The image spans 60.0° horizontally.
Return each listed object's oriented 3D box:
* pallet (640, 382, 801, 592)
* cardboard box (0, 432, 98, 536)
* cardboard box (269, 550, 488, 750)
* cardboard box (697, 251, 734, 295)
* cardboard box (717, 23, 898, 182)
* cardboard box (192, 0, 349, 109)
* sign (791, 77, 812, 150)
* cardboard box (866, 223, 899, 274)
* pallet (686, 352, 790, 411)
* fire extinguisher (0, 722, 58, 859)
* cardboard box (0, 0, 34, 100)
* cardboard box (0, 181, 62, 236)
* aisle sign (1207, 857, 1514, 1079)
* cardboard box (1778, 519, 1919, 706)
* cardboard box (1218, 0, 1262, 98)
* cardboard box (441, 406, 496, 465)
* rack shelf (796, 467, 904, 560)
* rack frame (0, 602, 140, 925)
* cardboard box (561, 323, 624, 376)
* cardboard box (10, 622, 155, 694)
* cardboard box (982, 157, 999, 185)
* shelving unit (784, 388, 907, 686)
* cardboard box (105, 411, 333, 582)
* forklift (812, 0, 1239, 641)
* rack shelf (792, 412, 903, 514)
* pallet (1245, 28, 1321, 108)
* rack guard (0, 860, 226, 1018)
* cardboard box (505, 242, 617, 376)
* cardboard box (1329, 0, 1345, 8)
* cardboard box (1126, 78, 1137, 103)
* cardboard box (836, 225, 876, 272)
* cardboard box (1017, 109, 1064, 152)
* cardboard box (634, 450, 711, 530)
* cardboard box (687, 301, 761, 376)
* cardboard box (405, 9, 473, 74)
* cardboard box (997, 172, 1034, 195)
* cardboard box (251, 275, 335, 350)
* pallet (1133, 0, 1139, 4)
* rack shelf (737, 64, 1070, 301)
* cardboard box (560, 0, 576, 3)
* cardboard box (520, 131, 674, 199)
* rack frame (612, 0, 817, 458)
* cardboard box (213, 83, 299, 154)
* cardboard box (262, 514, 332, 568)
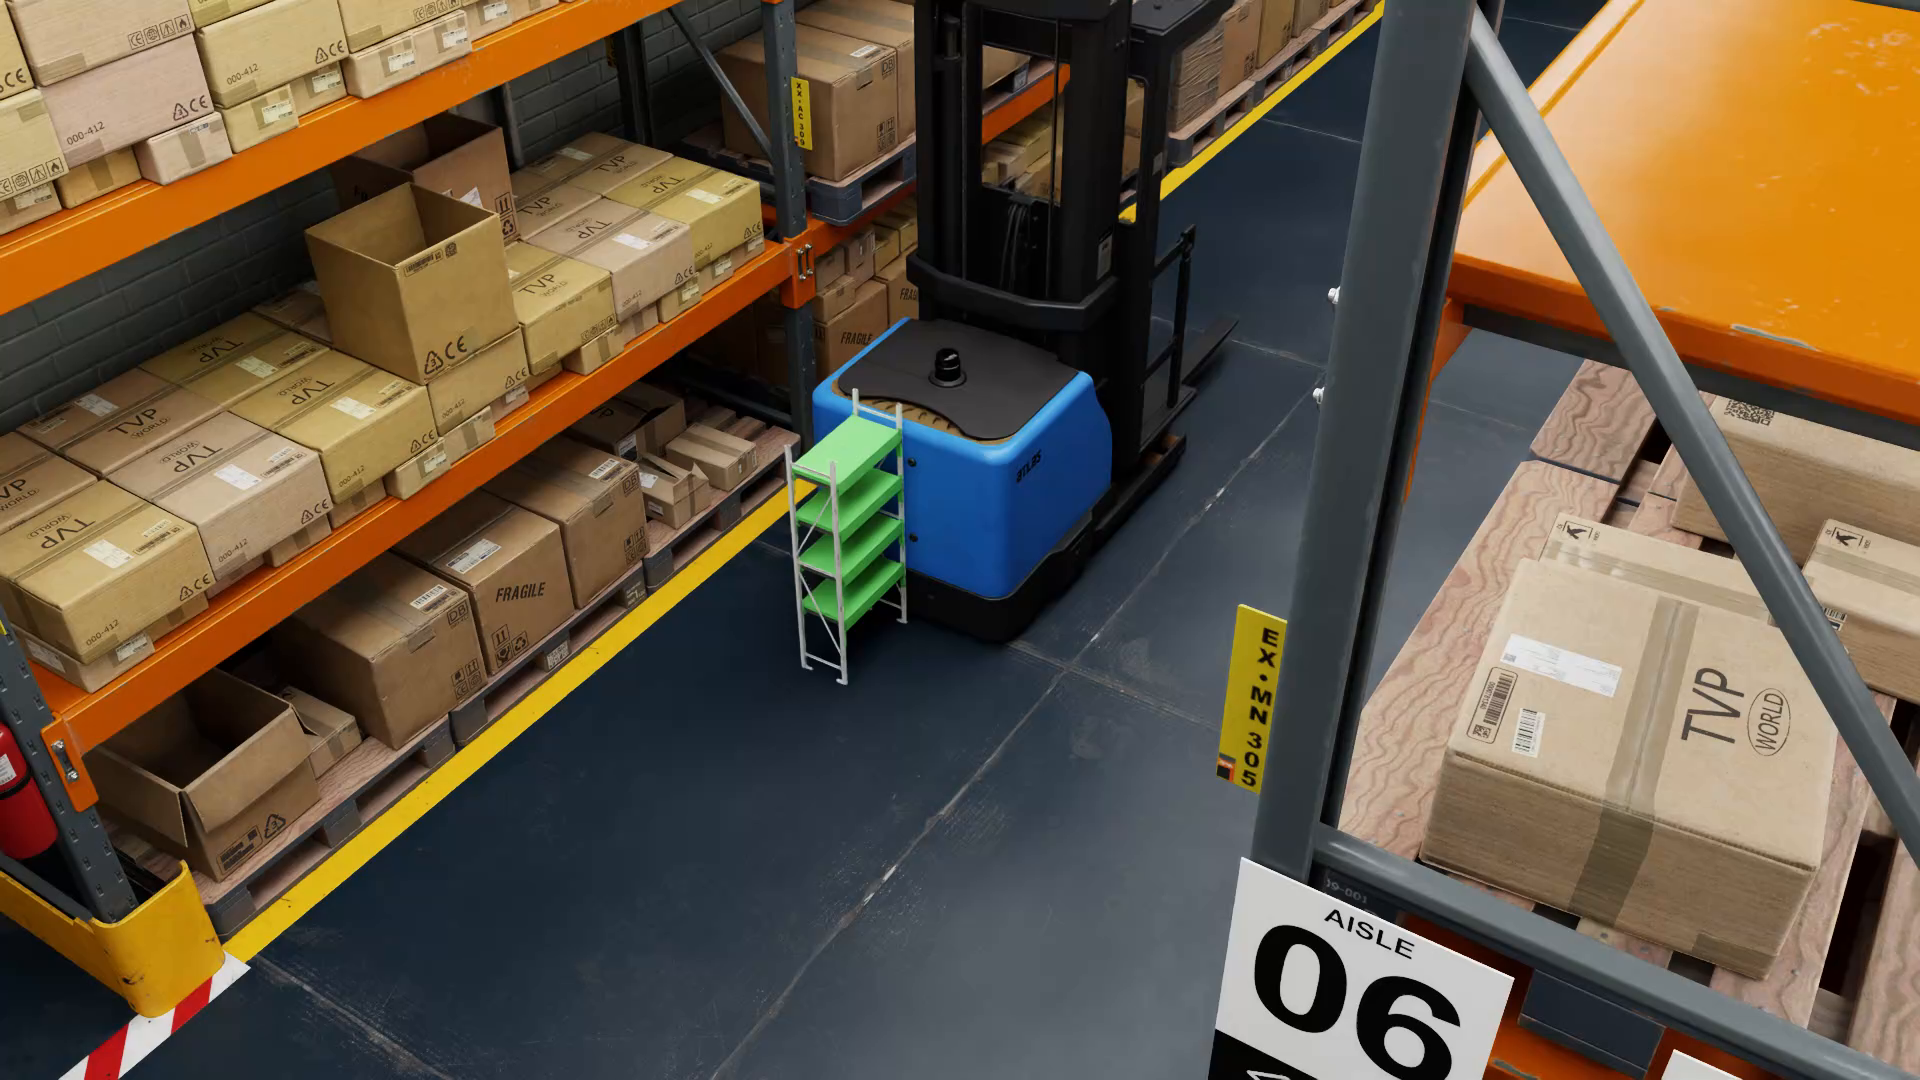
[{"bbox_3d":[-1.551,-0.302,8.409,1.003,0.211,1.213,21,42,25],"label":"pallet"},{"bbox_3d":[-3.303,-0.081,5.716,0.500,0.250,0.500,22,43,26],"label":"cardboard box"},{"bbox_3d":[-2.427,0.413,6.900,0.700,0.500,0.500,23,43,27],"label":"cardboard box"},{"bbox_3d":[-1.261,-1.273,7.589,0.380,0.149,0.250,22,43,26],"label":"cardboard box"},{"bbox_3d":[-0.734,-2.143,8.086,0.700,0.500,0.500,22,43,26],"label":"cardboard box"},{"bbox_3d":[-2.317,-1.613,5.247,0.500,0.250,0.500,20,42,24],"label":"cardboard box"},{"bbox_3d":[-0.720,-1.930,7.527,0.100,0.325,0.005,21,42,25],"label":"sign"},{"bbox_3d":[-0.554,-1.596,8.975,0.380,0.149,0.250,19,42,23],"label":"cardboard box"},{"bbox_3d":[-0.778,-1.088,9.428,1.003,0.211,1.213,21,42,25],"label":"pallet"},{"bbox_3d":[-3.014,0.707,5.184,0.296,0.674,0.183,21,42,25],"label":"fire extinguisher"},{"bbox_3d":[-2.875,-1.289,4.418,0.500,0.250,0.500,21,42,25],"label":"cardboard box"},{"bbox_3d":[-2.840,-1.019,4.803,0.380,0.149,0.250,22,43,26],"label":"cardboard box"},{"bbox_3d":[0.568,0.829,2.527,0.394,0.787,0.004,21,42,25],"label":"aisle sign"},{"bbox_3d":[1.645,0.143,2.870,0.380,0.149,0.250,23,43,27],"label":"cardboard box"},{"bbox_3d":[1.650,-3.705,12.140,0.875,0.625,0.625,23,43,27],"label":"cardboard box"},{"bbox_3d":[-2.061,-0.469,6.547,0.380,0.149,0.250,22,43,26],"label":"cardboard box"},{"bbox_3d":[-0.477,-0.139,7.099,0.258,0.148,0.480,20,42,24],"label":"rack shelf"},{"bbox_3d":[-3.325,0.302,5.341,1.000,3.000,0.127,21,42,25],"label":"rack frame"},{"bbox_3d":[-1.656,-0.863,7.058,0.380,0.149,0.250,21,42,24],"label":"cardboard box"},{"bbox_3d":[-2.917,0.321,5.521,0.380,0.149,0.250,21,42,25],"label":"cardboard box"},{"bbox_3d":[0.002,-2.134,9.673,0.380,0.149,0.250,21,42,25],"label":"cardboard box"},{"bbox_3d":[-0.477,0.000,7.206,0.258,1.200,0.503,20,42,24],"label":"shelving unit"},{"bbox_3d":[-2.585,-0.162,5.823,0.500,0.250,0.500,22,43,26],"label":"cardboard box"},{"bbox_3d":[0.525,-1.581,7.840,1.130,2.935,3.031,20,42,24],"label":"forklift"},{"bbox_3d":[-0.477,-0.329,6.952,0.258,0.148,0.480,20,42,24],"label":"rack shelf"},{"bbox_3d":[2.089,-3.756,12.889,1.003,0.211,1.213,21,42,25],"label":"pallet"},{"bbox_3d":[-3.284,1.252,6.155,1.175,0.500,0.348,21,42,25],"label":"rack guard"},{"bbox_3d":[-1.783,-0.961,6.858,0.500,0.250,0.500,21,42,25],"label":"cardboard box"},{"bbox_3d":[2.834,-4.838,13.609,0.875,0.625,0.625,23,43,27],"label":"cardboard box"},{"bbox_3d":[0.910,-2.918,10.690,0.380,0.149,0.250,19,42,23],"label":"cardboard box"},{"bbox_3d":[-0.666,-1.559,8.683,0.380,0.149,0.250,19,42,23],"label":"cardboard box"},{"bbox_3d":[0.432,-2.525,10.180,0.380,0.149,0.250,22,43,26],"label":"cardboard box"},{"bbox_3d":[-1.424,-0.277,7.987,0.396,0.266,0.258,23,43,27],"label":"cardboard box"},{"bbox_3d":[-1.169,-1.287,9.105,0.500,0.500,0.500,21,42,25],"label":"cardboard box"},{"bbox_3d":[-1.925,-1.764,5.769,0.380,0.149,0.250,22,43,26],"label":"cardboard box"},{"bbox_3d":[0.098,-1.911,9.916,0.500,0.500,0.500,20,42,24],"label":"cardboard box"},{"bbox_3d":[-2.476,-0.869,6.740,0.500,0.250,0.500,21,42,25],"label":"cardboard box"},{"bbox_3d":[0.657,-3.374,10.267,1.213,0.211,1.003,21,42,25],"label":"pallet"},{"bbox_3d":[-0.111,-2.507,9.573,1.077,0.370,4.000,21,42,25],"label":"rack shelf"},{"bbox_3d":[-1.546,-2.181,6.311,0.380,0.149,0.250,21,42,25],"label":"cardboard box"},{"bbox_3d":[-1.675,-1.652,7.755,0.500,0.250,0.500,21,42,25],"label":"cardboard box"},{"bbox_3d":[-1.182,-1.760,8.016,1.000,3.000,0.127,21,42,25],"label":"rack frame"},{"bbox_3d":[-2.333,-1.378,5.269,0.380,0.149,0.250,21,42,25],"label":"cardboard box"},{"bbox_3d":[-2.521,-0.082,6.045,0.380,0.149,0.250,23,43,26],"label":"cardboard box"}]
